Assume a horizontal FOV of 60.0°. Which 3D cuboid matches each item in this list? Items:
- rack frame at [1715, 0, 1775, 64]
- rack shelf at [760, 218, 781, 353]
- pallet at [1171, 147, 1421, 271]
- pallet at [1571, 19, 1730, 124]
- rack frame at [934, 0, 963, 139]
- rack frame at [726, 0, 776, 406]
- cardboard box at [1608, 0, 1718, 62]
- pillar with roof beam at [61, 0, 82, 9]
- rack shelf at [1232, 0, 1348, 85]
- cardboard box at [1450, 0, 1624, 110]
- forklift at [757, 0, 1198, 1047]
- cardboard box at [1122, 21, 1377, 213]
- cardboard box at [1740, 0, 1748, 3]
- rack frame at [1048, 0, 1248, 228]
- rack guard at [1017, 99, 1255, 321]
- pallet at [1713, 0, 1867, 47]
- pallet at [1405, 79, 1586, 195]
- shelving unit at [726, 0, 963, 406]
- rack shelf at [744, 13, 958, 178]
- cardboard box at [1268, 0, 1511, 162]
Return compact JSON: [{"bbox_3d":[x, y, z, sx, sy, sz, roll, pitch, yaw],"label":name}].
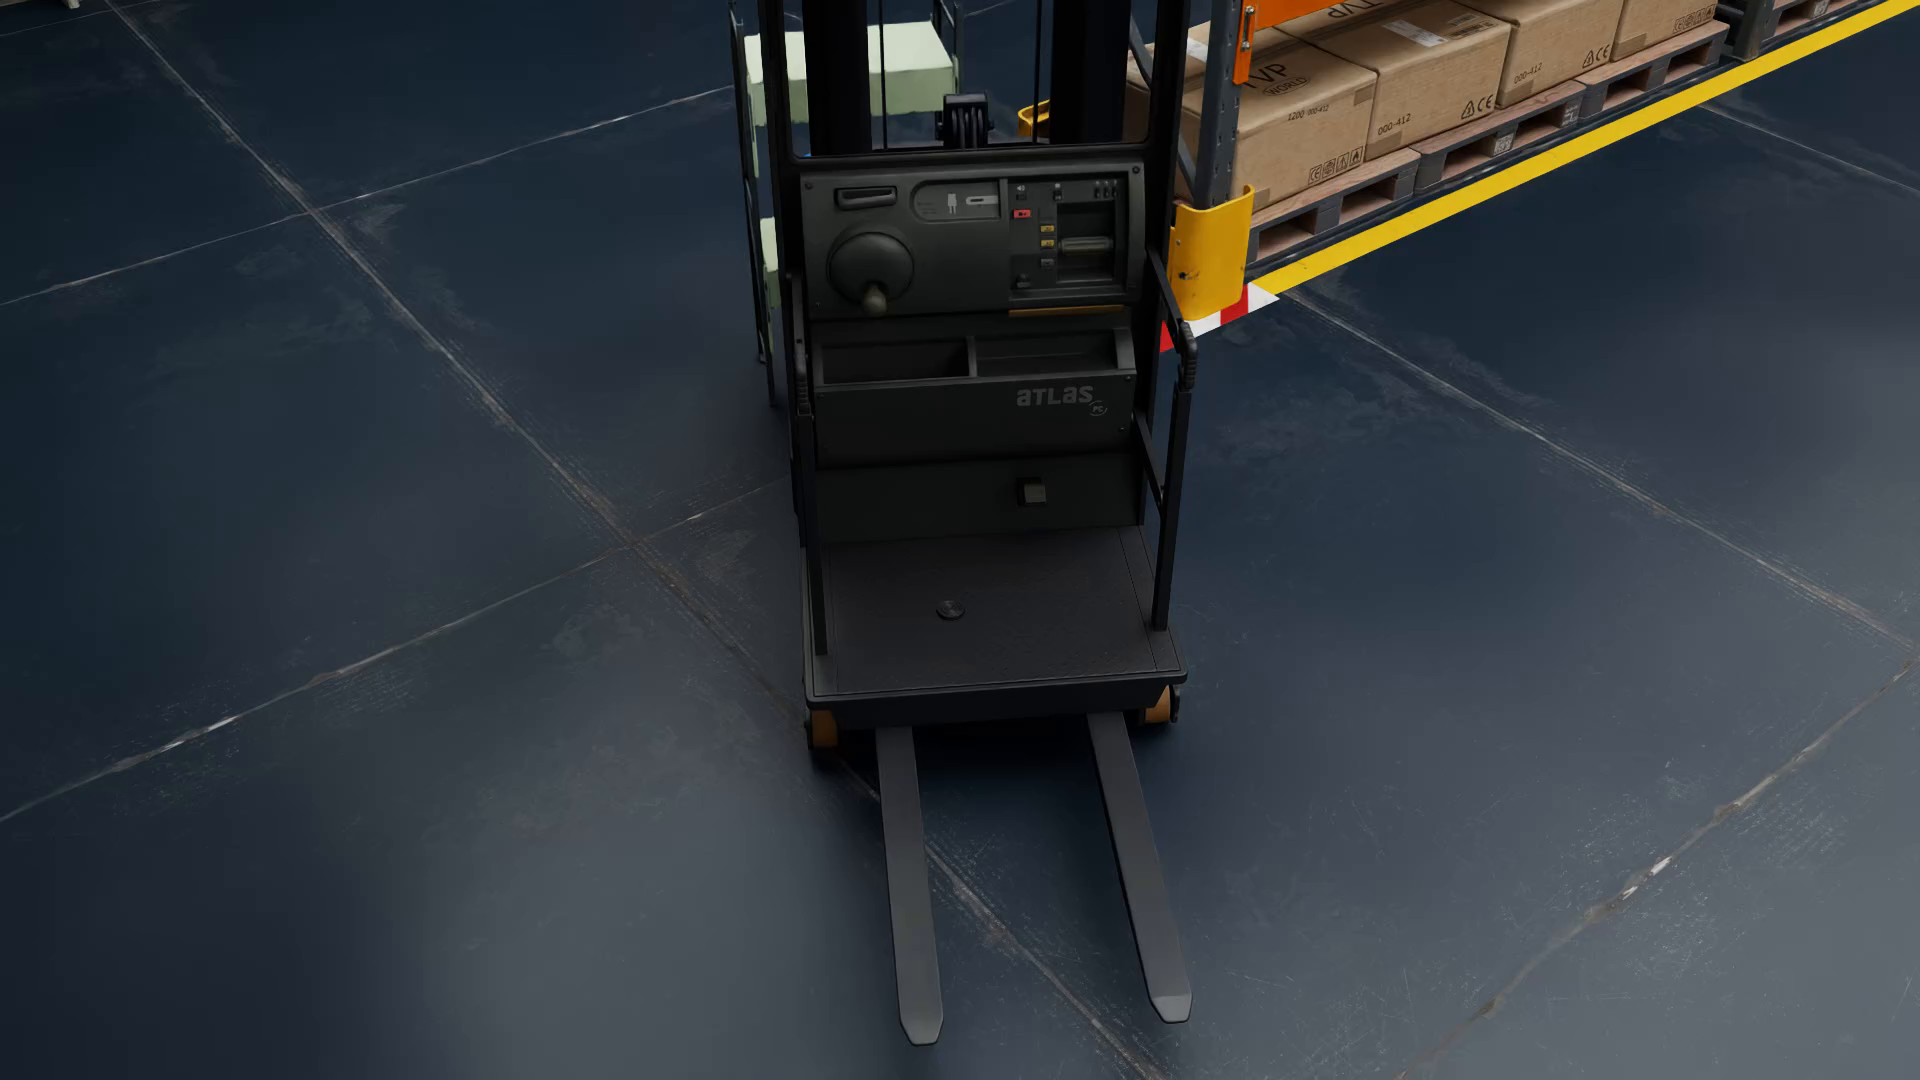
[{"bbox_3d":[3.908,-3.960,8.212,0.127,3.000,1.000,-26,46,-28],"label":"rack frame"},{"bbox_3d":[-0.399,-1.014,6.315,0.720,0.370,0.431,-8,39,-9],"label":"rack shelf"},{"bbox_3d":[1.323,-1.684,7.637,1.213,0.211,1.003,-26,46,-28],"label":"pallet"},{"bbox_3d":[3.257,-2.627,8.787,1.213,0.211,1.003,-26,46,-28],"label":"pallet"},{"bbox_3d":[-0.042,-1.316,6.168,0.023,1.500,0.400,-8,39,-9],"label":"rack frame"},{"bbox_3d":[-0.758,-1.221,6.052,0.023,1.500,0.400,-8,39,-9],"label":"rack frame"},{"bbox_3d":[3.345,-2.943,8.662,0.875,0.438,0.875,-27,46,-29],"label":"cardboard box"},{"bbox_3d":[-2.355,-4.475,4.110,0.400,9.000,9.100,-26,46,-28],"label":"pillar with roof beam"},{"bbox_3d":[2.322,-2.909,7.498,4.000,0.370,1.077,-26,46,-28],"label":"rack shelf"},{"bbox_3d":[2.635,-2.597,8.240,0.875,0.438,0.875,-27,47,-29],"label":"cardboard box"},{"bbox_3d":[0.063,-0.740,4.341,1.130,2.935,3.031,-4,40,-5],"label":"forklift"},{"bbox_3d":[1.199,-1.891,7.380,0.875,0.438,0.875,-28,47,-29],"label":"cardboard box"},{"bbox_3d":[4.351,-3.581,9.094,0.875,0.875,0.875,-25,45,-27],"label":"cardboard box"},{"bbox_3d":[0.736,-2.414,6.328,0.127,3.000,1.000,-26,46,-28],"label":"rack frame"},{"bbox_3d":[0.717,-1.439,7.109,0.348,0.500,1.175,-26,46,-28],"label":"rack guard"},{"bbox_3d":[4.474,-3.218,9.506,1.213,0.211,1.003,-26,46,-28],"label":"pallet"},{"bbox_3d":[2.289,-2.153,8.209,1.213,0.211,1.003,-26,46,-28],"label":"pallet"},{"bbox_3d":[-0.400,-1.268,6.110,0.755,1.500,0.431,-8,39,-9],"label":"shelving unit"},{"bbox_3d":[-0.401,-1.572,5.865,0.720,0.370,0.431,-8,39,-9],"label":"rack shelf"},{"bbox_3d":[1.919,-2.249,7.816,0.875,0.438,0.875,-25,45,-27],"label":"cardboard box"}]
